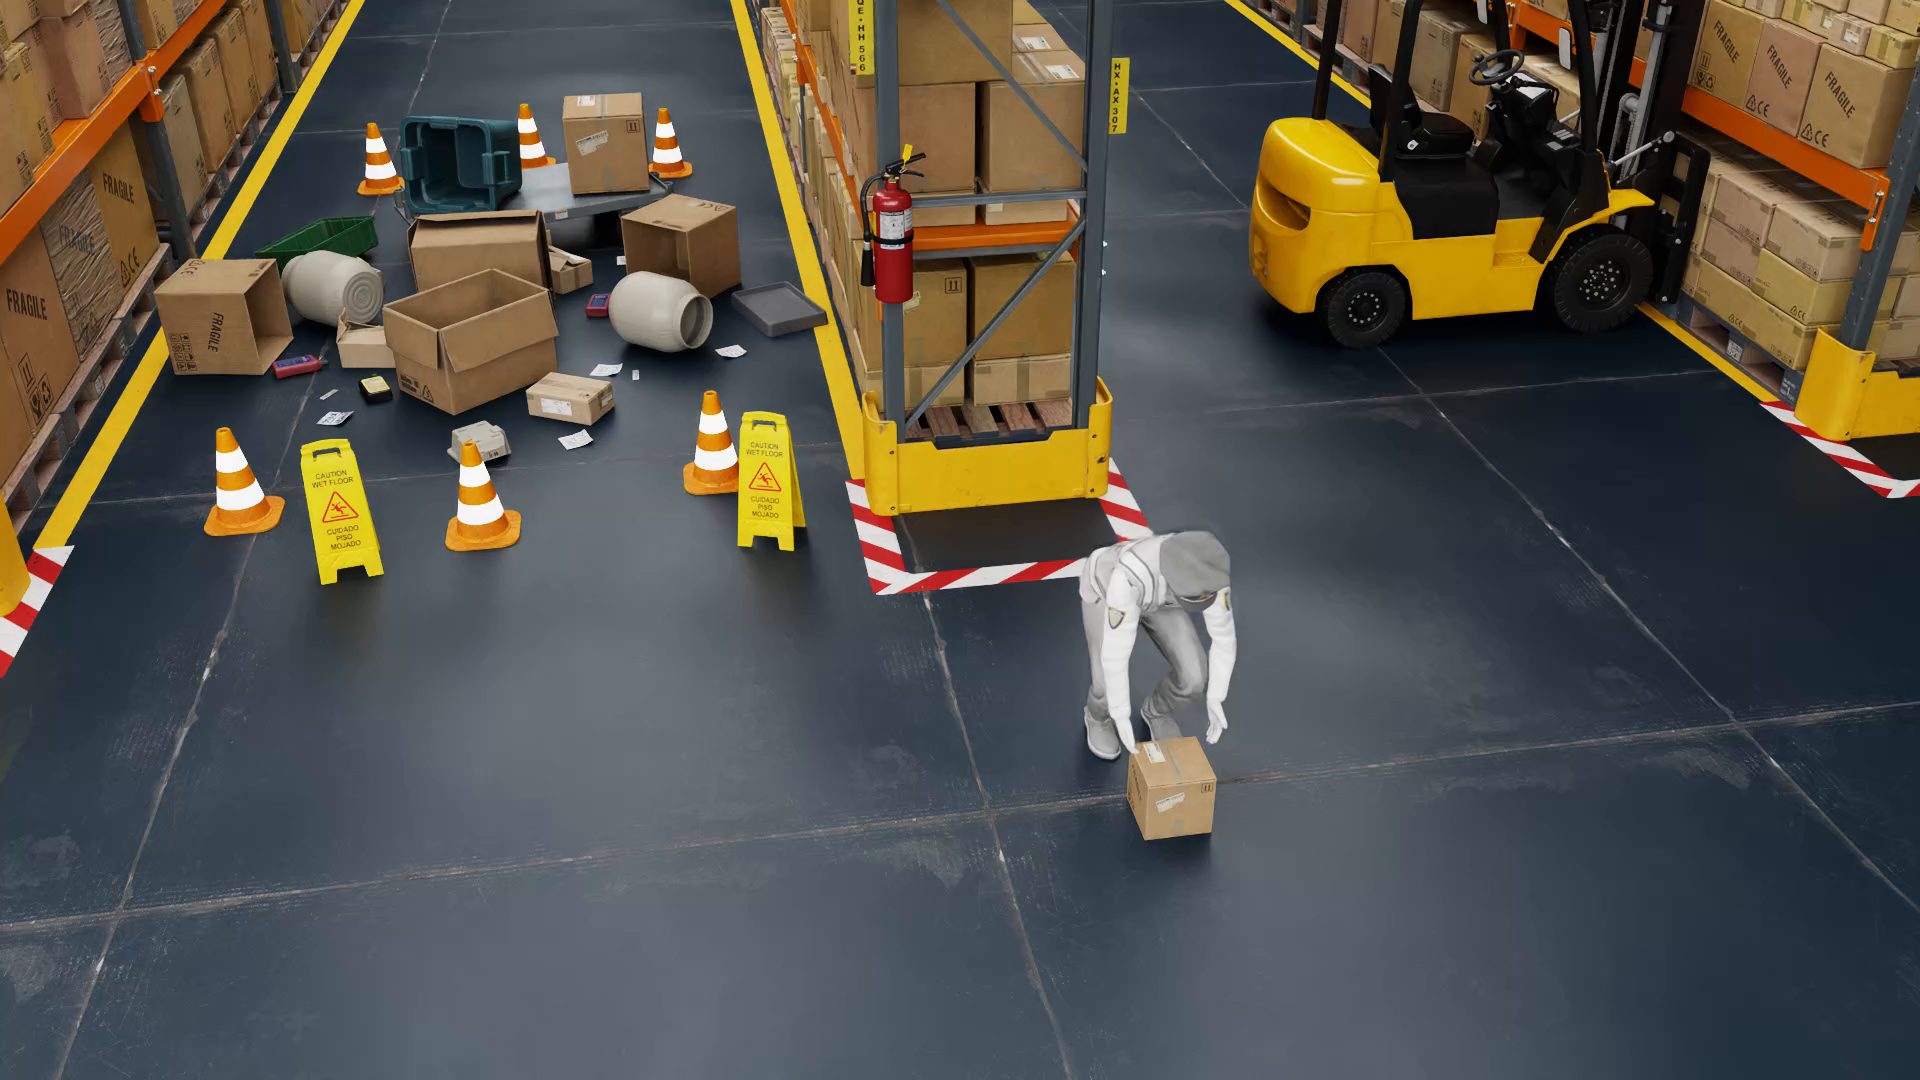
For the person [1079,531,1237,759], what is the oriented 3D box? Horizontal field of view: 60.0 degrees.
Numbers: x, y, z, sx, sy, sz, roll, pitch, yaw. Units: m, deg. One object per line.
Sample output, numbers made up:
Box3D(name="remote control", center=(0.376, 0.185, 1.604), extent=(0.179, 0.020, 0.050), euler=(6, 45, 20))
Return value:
Box3D(name="person", center=(0.727, 0.345, 6.112), extent=(0.509, 1.097, 0.820), euler=(-5, 31, -9))
